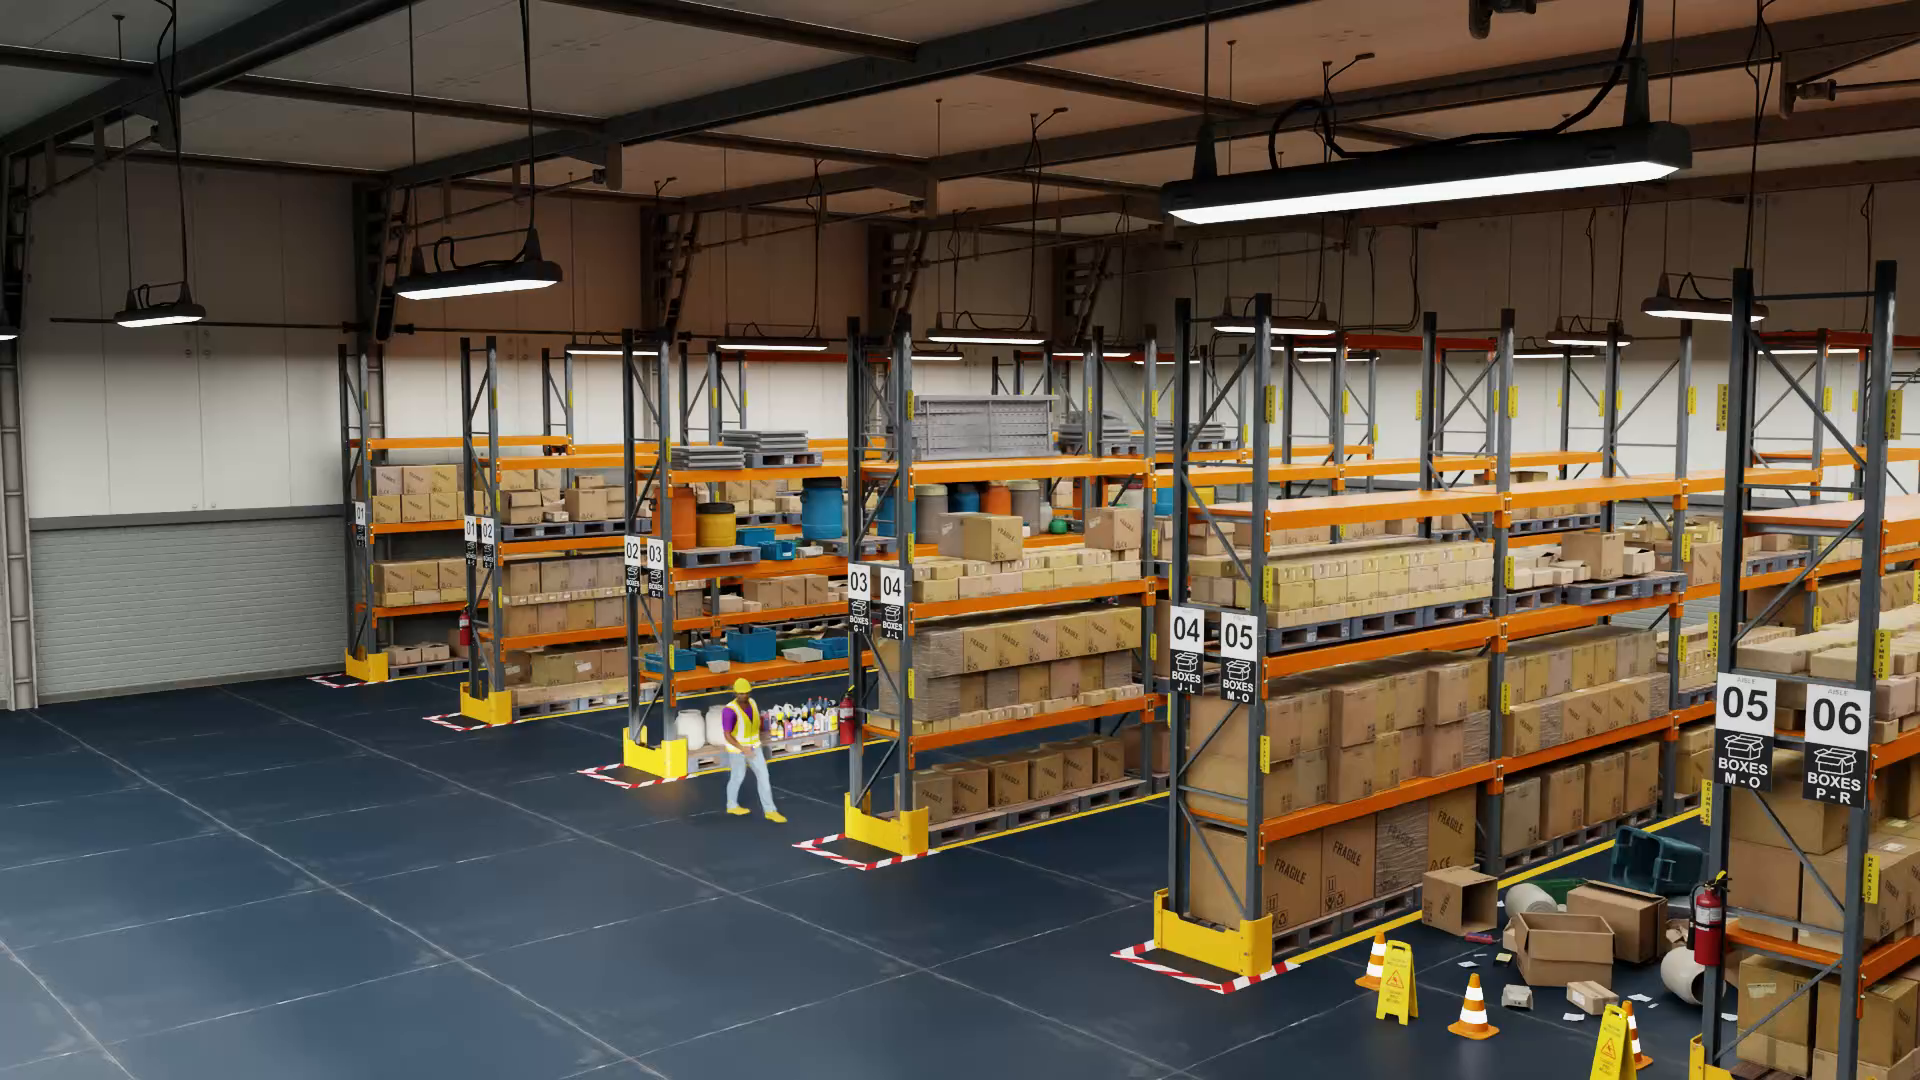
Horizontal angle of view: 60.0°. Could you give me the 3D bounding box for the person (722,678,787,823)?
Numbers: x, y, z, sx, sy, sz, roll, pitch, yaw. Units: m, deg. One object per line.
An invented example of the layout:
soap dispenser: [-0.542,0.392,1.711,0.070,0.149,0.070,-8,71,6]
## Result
person: [-2.544,2.490,19.841,0.668,1.718,0.897,-5,7,-45]
